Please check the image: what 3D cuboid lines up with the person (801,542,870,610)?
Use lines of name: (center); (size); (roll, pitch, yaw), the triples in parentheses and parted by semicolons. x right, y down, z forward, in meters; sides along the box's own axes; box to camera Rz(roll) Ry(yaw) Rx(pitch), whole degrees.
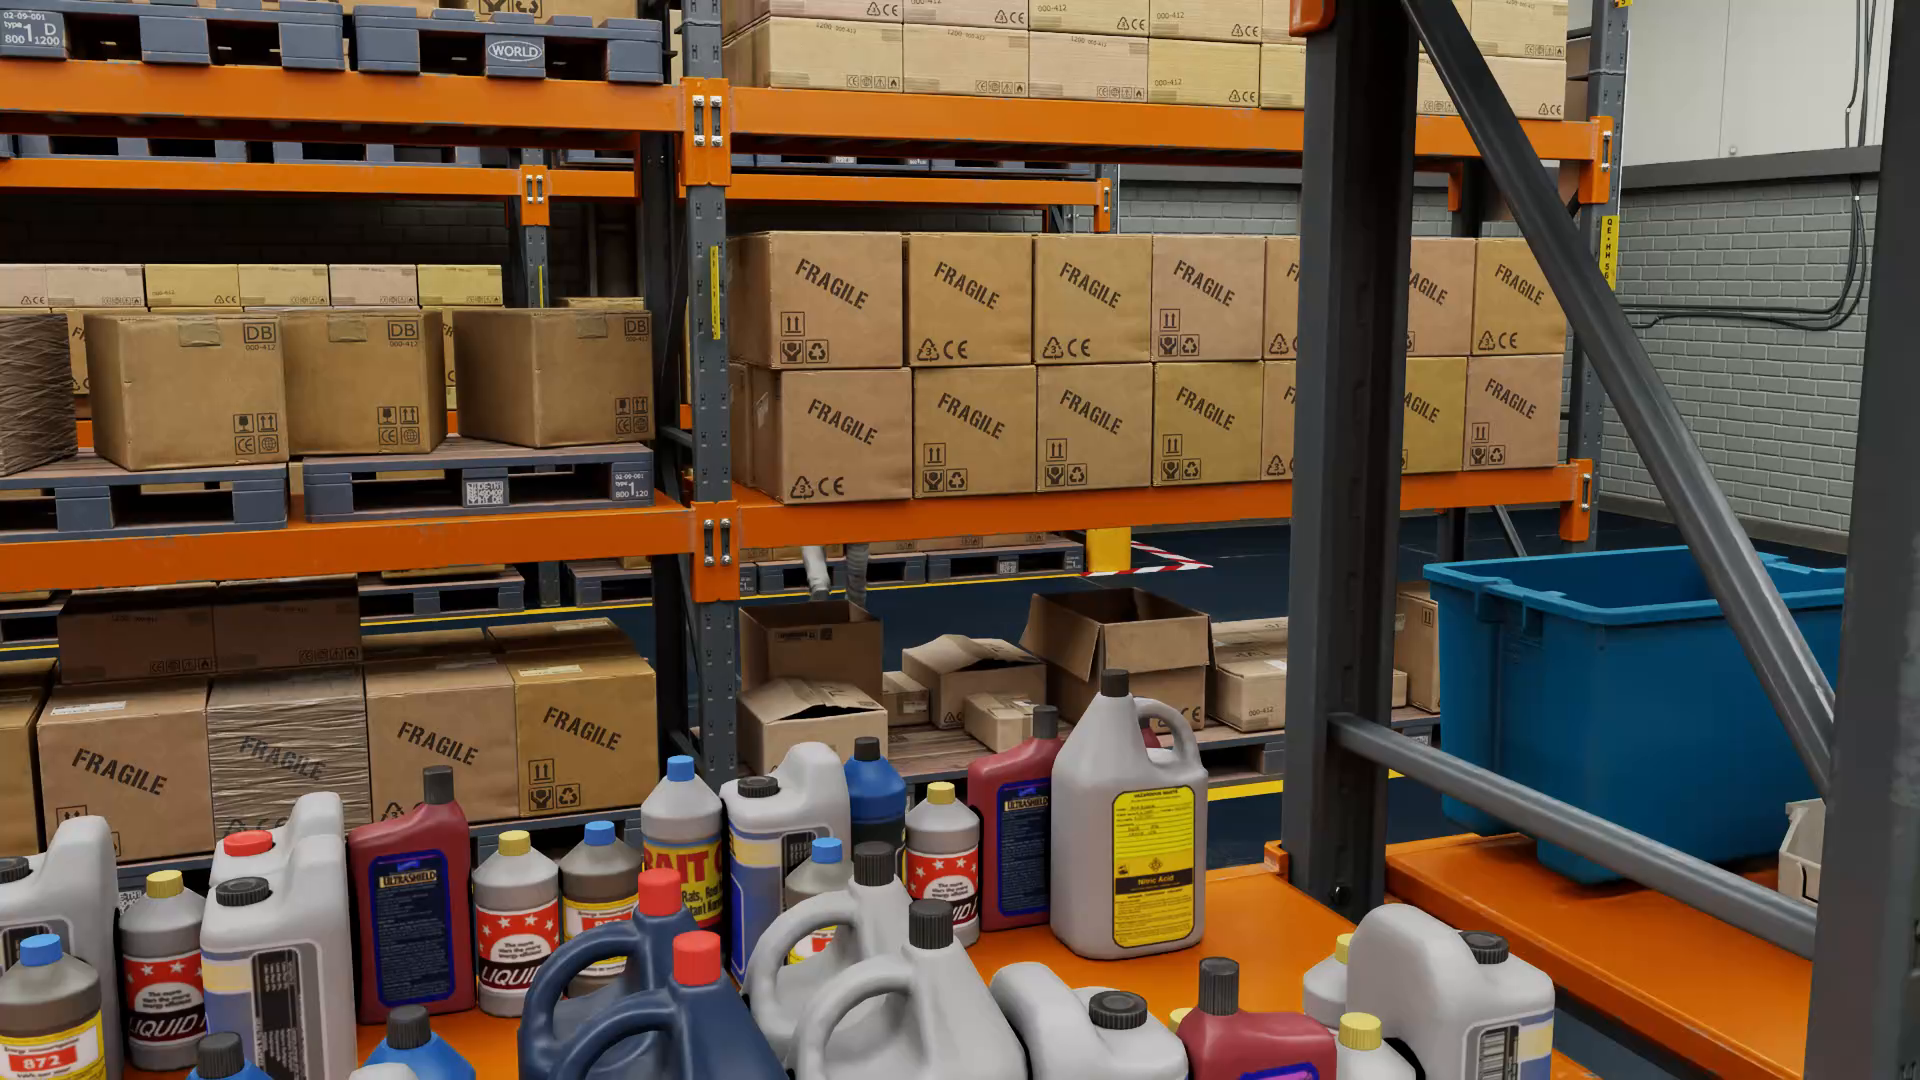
person: (-0.730, -0.311, 10.187); (0.513, 1.661, 0.592); (-1, 9, -6)
